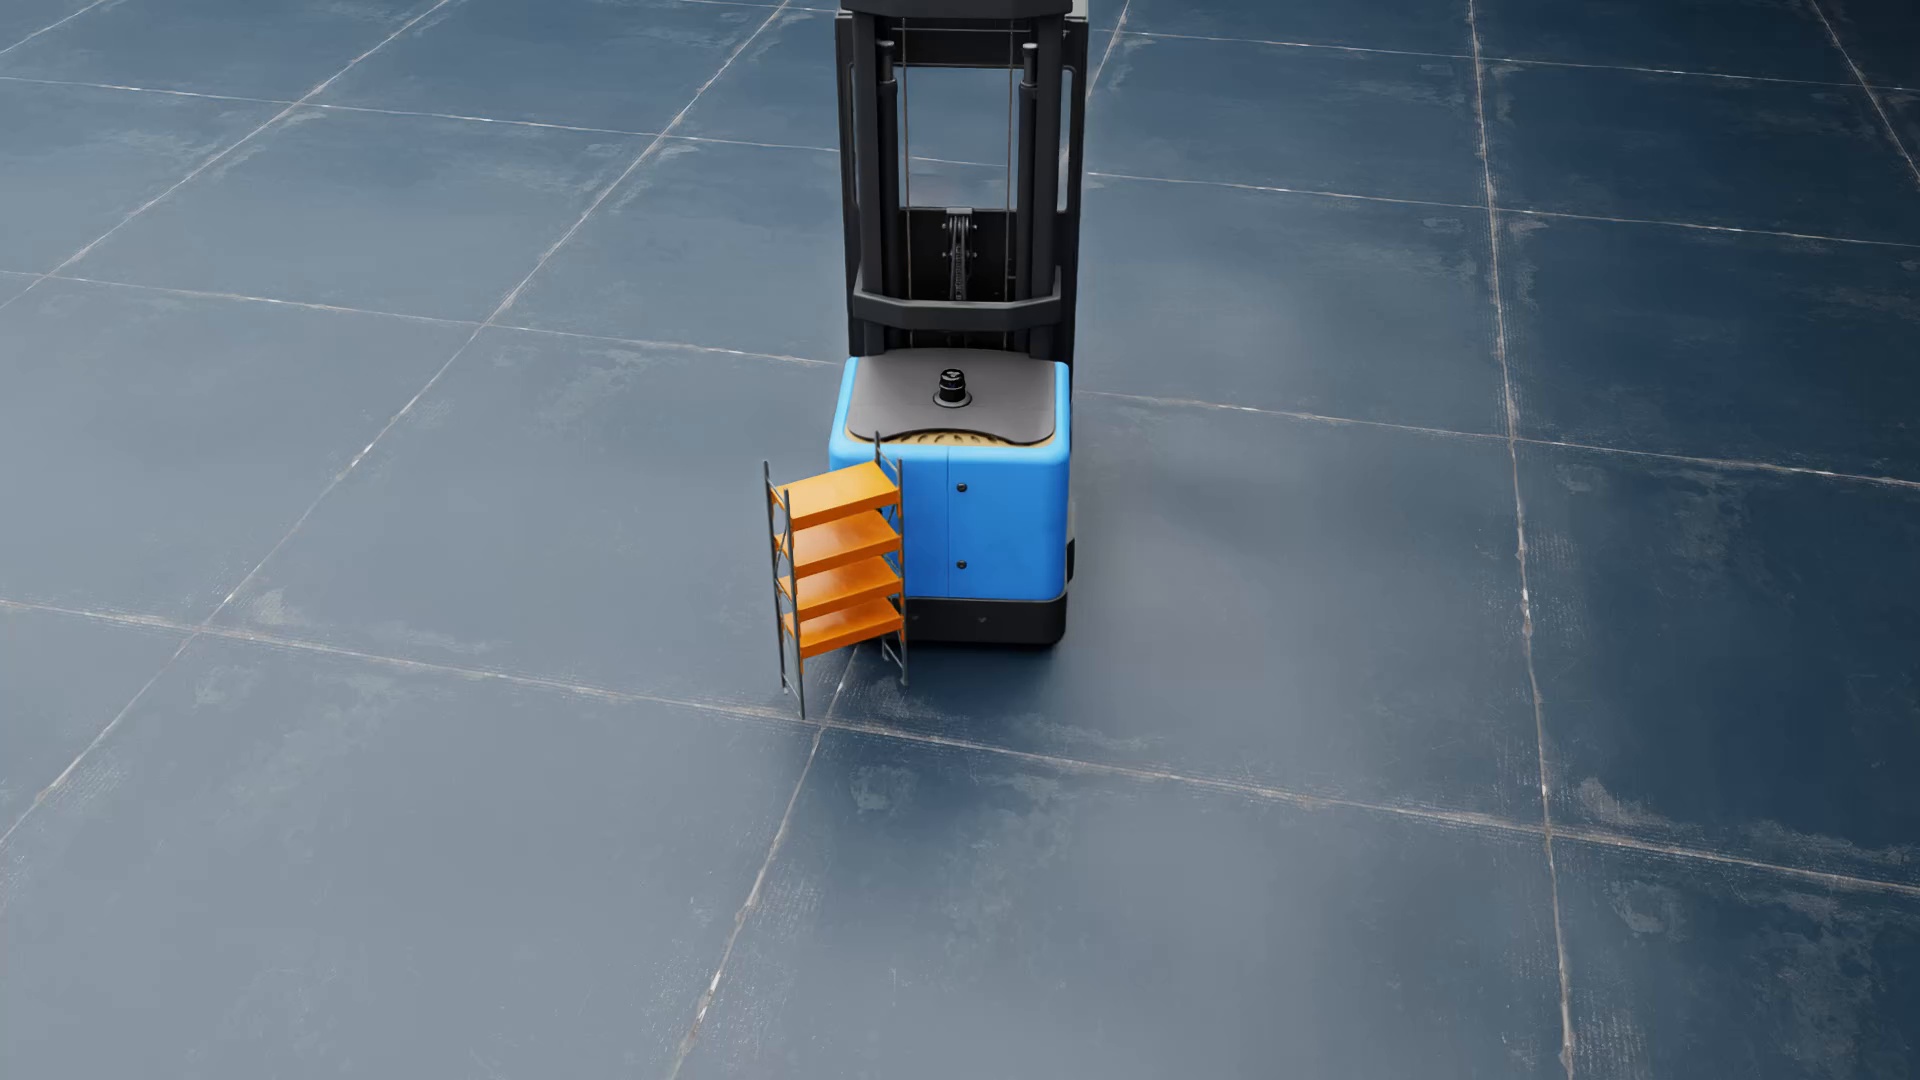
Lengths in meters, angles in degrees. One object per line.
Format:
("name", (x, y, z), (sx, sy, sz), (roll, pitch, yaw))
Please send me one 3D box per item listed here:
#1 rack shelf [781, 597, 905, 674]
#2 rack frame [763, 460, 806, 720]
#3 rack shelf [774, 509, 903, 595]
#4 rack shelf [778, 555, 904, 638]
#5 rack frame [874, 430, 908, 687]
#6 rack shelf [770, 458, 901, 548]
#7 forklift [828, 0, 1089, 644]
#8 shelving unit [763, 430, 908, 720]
("rack shelf", (-0.509, 0.379, 7.157), (0.480, 0.148, 0.258), (-16, 39, -21))
("rack frame", (-0.727, 0.228, 6.913), (0.015, 1.200, 0.240), (-16, 39, -21))
("rack shelf", (-0.509, 0.037, 6.910), (0.480, 0.148, 0.258), (-16, 39, -21))
("rack shelf", (-0.509, 0.218, 7.041), (0.480, 0.148, 0.258), (-16, 39, -21))
("rack frame", (-0.291, 0.100, 7.090), (0.015, 1.200, 0.240), (-16, 39, -21))
("rack shelf", (-0.509, -0.154, 6.771), (0.480, 0.148, 0.258), (-16, 39, -21))
("forklift", (0.019, -1.560, 7.904), (1.130, 2.935, 3.031), (2, 36, 2))
("shelving unit", (-0.509, 0.164, 7.001), (0.503, 1.200, 0.258), (-16, 39, -21))
